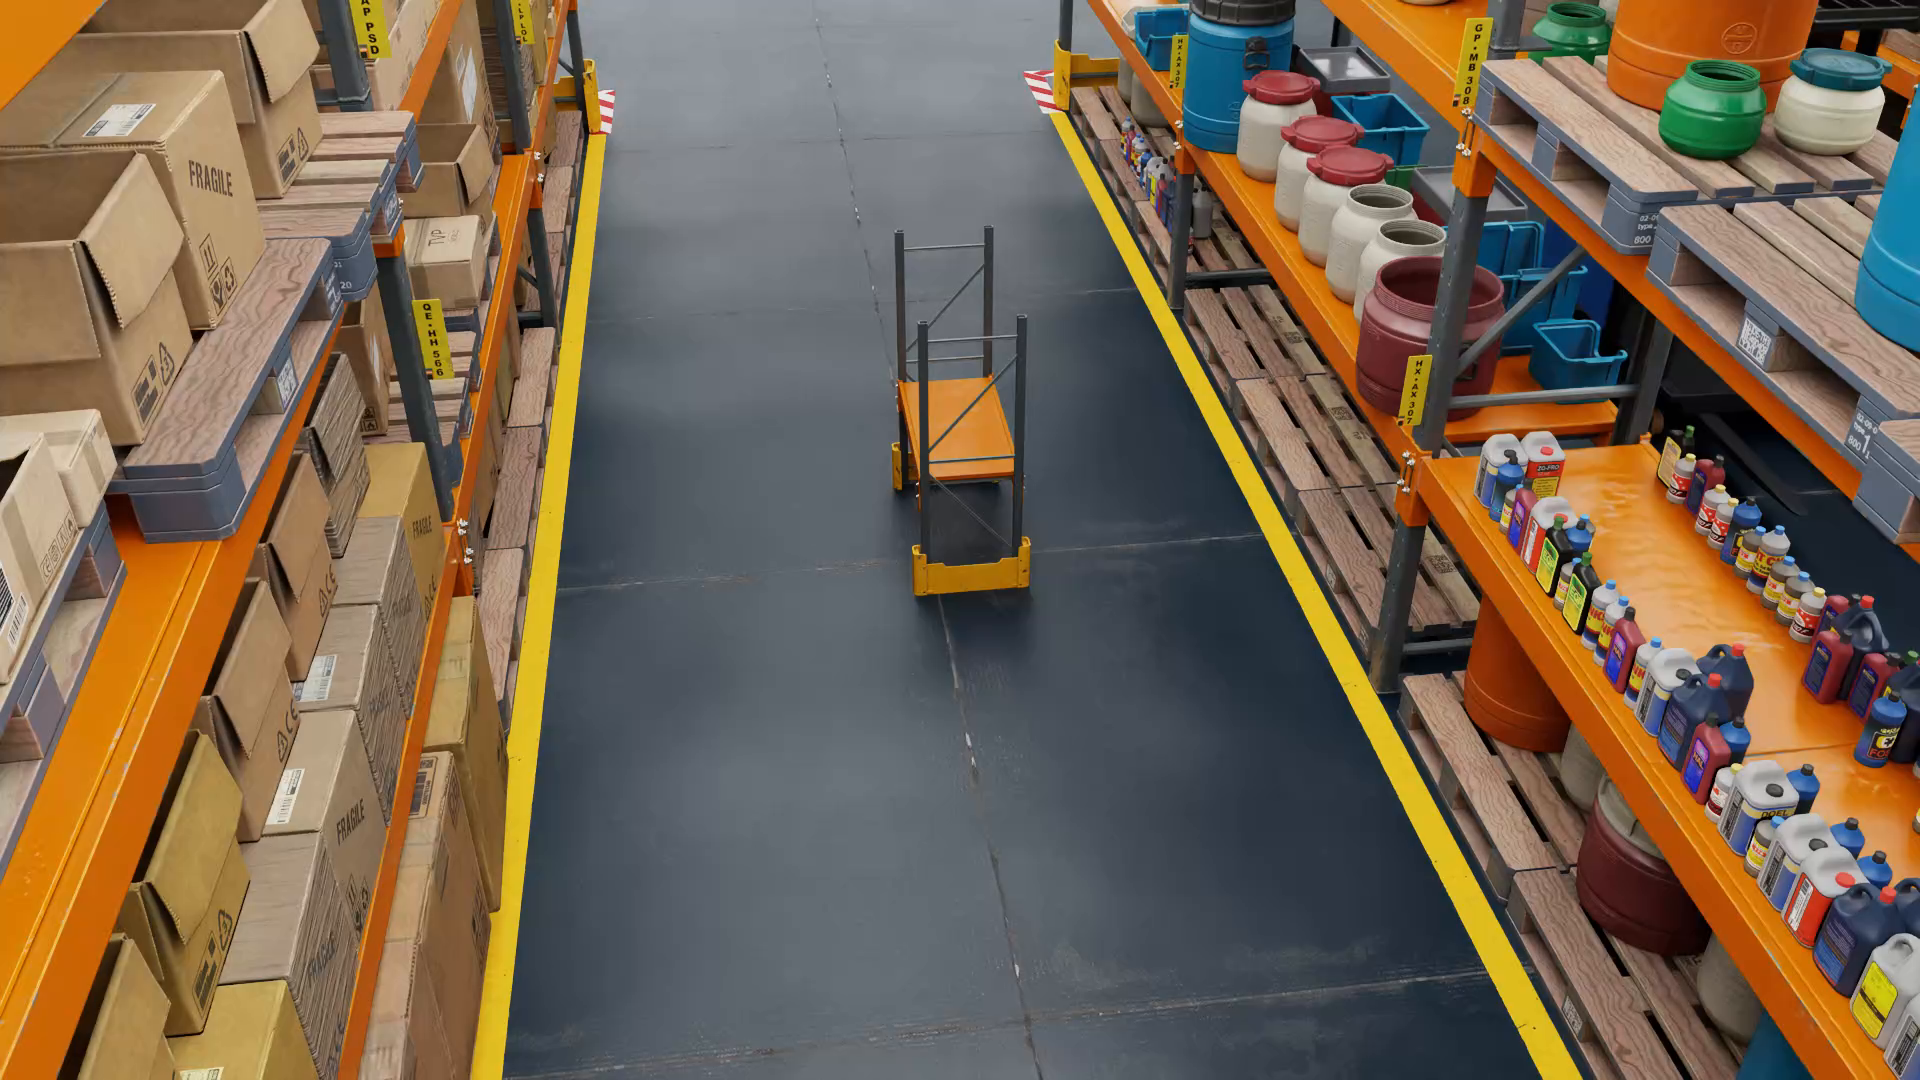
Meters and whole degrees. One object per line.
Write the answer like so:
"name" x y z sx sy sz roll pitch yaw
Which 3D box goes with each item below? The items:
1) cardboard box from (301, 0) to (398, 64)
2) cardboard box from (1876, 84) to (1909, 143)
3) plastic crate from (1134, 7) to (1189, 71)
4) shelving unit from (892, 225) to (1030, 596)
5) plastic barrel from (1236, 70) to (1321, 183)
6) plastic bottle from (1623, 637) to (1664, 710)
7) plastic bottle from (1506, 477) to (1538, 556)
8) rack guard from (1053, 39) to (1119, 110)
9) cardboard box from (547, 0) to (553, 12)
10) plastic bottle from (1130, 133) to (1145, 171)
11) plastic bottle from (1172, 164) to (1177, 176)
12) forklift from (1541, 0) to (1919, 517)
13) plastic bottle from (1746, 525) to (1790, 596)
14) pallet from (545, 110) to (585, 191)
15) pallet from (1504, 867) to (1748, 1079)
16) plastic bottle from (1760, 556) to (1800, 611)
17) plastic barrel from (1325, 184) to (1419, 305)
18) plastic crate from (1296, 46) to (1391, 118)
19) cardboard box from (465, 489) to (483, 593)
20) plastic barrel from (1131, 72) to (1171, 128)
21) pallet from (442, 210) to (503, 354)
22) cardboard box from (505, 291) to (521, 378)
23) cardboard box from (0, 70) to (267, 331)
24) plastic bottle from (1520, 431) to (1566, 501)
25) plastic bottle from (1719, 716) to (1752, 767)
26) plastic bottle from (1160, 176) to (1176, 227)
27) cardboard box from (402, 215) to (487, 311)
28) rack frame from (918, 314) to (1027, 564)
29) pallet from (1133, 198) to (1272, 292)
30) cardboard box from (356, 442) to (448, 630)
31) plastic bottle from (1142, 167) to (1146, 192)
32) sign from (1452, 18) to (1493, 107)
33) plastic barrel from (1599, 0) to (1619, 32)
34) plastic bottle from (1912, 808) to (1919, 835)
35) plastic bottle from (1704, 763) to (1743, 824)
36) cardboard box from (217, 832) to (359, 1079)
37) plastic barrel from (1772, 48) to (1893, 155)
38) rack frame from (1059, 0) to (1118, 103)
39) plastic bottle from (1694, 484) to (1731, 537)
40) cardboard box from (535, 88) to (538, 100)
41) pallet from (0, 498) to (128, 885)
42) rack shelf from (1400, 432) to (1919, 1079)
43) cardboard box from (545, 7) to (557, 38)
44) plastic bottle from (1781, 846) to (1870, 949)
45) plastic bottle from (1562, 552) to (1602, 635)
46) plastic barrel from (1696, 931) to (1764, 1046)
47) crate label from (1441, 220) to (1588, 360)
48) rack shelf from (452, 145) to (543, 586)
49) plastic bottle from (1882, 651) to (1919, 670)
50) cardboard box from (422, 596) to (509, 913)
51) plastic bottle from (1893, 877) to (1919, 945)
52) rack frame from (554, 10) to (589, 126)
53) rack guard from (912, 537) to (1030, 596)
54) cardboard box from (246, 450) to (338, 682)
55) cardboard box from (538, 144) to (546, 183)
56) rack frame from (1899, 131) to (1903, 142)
"cardboard box" -2.302 -1.985 5.803 0.500 0.500 0.500 -4 34 -6
"cardboard box" 6.451 -3.065 11.987 0.500 0.500 0.500 -4 35 -6
"plastic crate" 1.459 -3.359 11.147 0.499 0.251 0.616 -4 35 -6
"shelving unit" -0.010 -0.662 8.390 0.587 1.500 1.083 -4 35 -6
"plastic barrel" 1.788 -2.329 9.383 0.433 0.535 0.433 0 34 0
"plastic bottle" 2.296 0.439 5.556 0.097 0.271 0.097 0 34 0
"plastic bottle" 2.152 -0.090 6.322 0.061 0.283 0.133 -4 35 -6
"rack guard" 1.396 -3.983 14.151 1.175 0.500 0.348 -4 35 -6
"cardboard box" -3.312 -3.983 11.578 0.875 0.500 0.500 -4 35 -6
"plastic bottle" 1.320 -2.883 12.349 0.097 0.271 0.097 0 34 0
"plastic bottle" 1.533 -2.529 11.819 0.061 0.283 0.133 -4 35 -6
"forklift" 4.457 -2.020 9.111 1.130 2.935 3.031 -4 34 -6
"plastic bottle" 2.973 0.068 6.102 0.097 0.271 0.097 0 34 0
"pallet" -3.485 -3.029 13.008 1.003 0.211 1.213 -4 35 -6
"pallet" 2.723 1.677 6.101 1.003 0.211 1.213 -4 35 -6
"plastic bottle" 2.986 0.151 6.042 0.097 0.201 0.097 0 34 0
"plastic barrel" 2.008 -1.430 8.086 0.421 0.512 0.421 0 34 0
"plastic crate" 2.245 -2.602 9.848 0.402 0.464 0.583 -4 35 -6
"cardboard box" -2.690 -0.046 7.982 0.700 0.500 0.500 -7 35 -10
"plastic barrel" 1.570 -3.559 13.146 0.421 0.512 0.421 0 34 0
"pallet" -2.800 -1.238 8.073 1.003 0.211 1.213 -4 35 -6
"cardboard box" -2.970 -1.252 9.753 0.700 0.500 0.500 -7 35 -10
"cardboard box" -2.137 -0.860 4.223 0.500 0.500 0.500 -3 34 -4
"plastic bottle" 2.303 -0.285 6.615 0.152 0.276 0.135 -4 35 -6
"plastic bottle" 2.413 0.667 5.221 0.097 0.271 0.097 0 34 0
"plastic bottle" 1.479 -2.355 11.503 0.144 0.351 0.185 -6 35 -9
"cardboard box" -2.491 -1.280 7.725 0.500 0.250 0.500 -5 35 -8
"rack frame" 0.057 -0.384 7.981 0.500 1.500 0.032 -4 35 -6
"pallet" 1.828 -2.049 11.569 1.003 0.211 1.213 -4 35 -6
"cardboard box" -2.181 0.000 5.998 0.500 0.500 0.500 -3 34 -5
"plastic bottle" 1.374 -2.628 12.037 0.097 0.201 0.097 0 34 0
"sign" 1.870 -1.742 6.071 0.100 0.325 0.005 -4 35 -6
"plastic barrel" 2.677 -2.073 6.366 0.421 0.512 0.421 0 34 0
"plastic bottle" 2.991 0.810 5.074 0.097 0.201 0.097 0 34 0
"plastic bottle" 2.370 0.775 5.125 0.097 0.201 0.097 0 34 0
"cardboard box" -1.905 1.140 4.325 0.500 0.500 0.500 -5 35 -7
"plastic barrel" 2.704 -1.360 5.168 0.301 0.262 0.301 0 34 0
"rack frame" 1.339 -5.055 13.504 1.000 3.000 0.127 -4 35 -6
"plastic bottle" 2.920 -0.121 6.440 0.097 0.201 0.097 0 34 0
"cardboard box" -2.844 -2.765 10.366 0.380 0.149 0.250 -4 35 -6
"pallet" -2.127 0.348 3.082 0.805 0.209 1.217 -6 35 -8
"rack shelf" 2.684 0.822 5.518 1.077 0.370 4.000 -4 35 -6
"cardboard box" -3.020 -3.604 11.598 0.380 0.149 0.250 -4 35 -6
"plastic bottle" 2.462 1.012 4.712 0.152 0.276 0.135 -4 35 -6
"plastic bottle" 2.219 0.188 5.913 0.061 0.283 0.133 -4 35 -6
"plastic barrel" 2.814 1.474 5.760 0.421 0.512 0.421 0 34 0
"crate label" 2.549 -1.180 7.787 0.502 0.435 0.616 -4 35 -6
"rack shelf" -2.762 -1.035 8.243 1.077 0.370 4.000 -4 35 -6
"plastic bottle" 3.088 0.466 5.506 0.061 0.283 0.133 -4 35 -6
"cardboard box" -2.421 0.875 6.316 1.225 0.875 0.875 -6 35 -9
"plastic bottle" 2.623 1.059 4.576 0.144 0.351 0.185 -4 35 -6
"rack frame" -3.569 -4.680 12.954 1.000 3.000 0.127 -4 35 -6
"rack guard" 0.057 0.132 8.334 0.587 0.250 0.087 -4 35 -6
"cardboard box" -2.326 0.101 4.958 0.797 0.503 0.637 -4 34 -5
"cardboard box" -3.322 -2.789 12.026 0.500 0.500 0.500 -1 34 -2
"rack frame" 6.786 -3.196 10.776 1.000 3.000 0.127 -4 35 -6
